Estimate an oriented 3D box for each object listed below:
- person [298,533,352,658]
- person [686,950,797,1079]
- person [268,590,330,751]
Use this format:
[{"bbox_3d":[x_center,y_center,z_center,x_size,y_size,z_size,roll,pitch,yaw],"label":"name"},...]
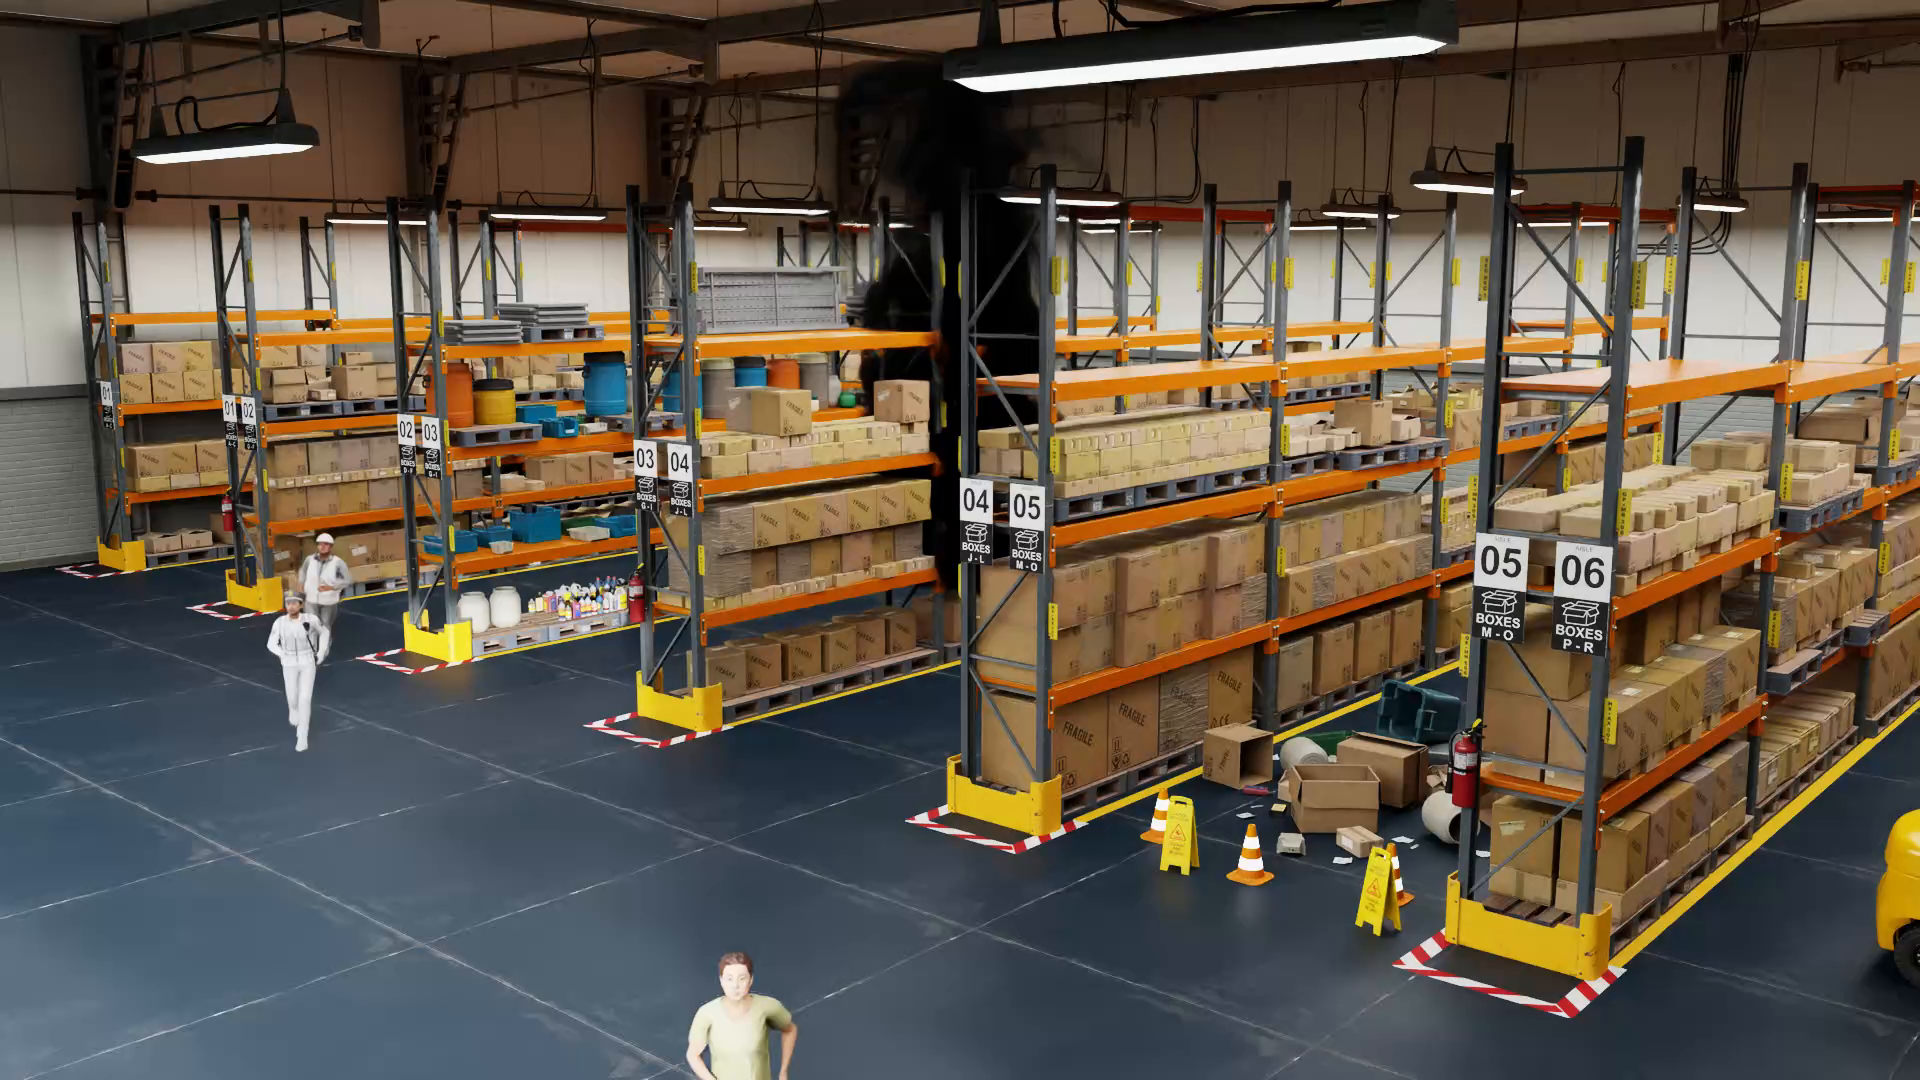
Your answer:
[{"bbox_3d":[-8.158,0.780,21.383,0.692,1.760,0.852,-1,10,-6],"label":"person"},{"bbox_3d":[-1.143,2.948,8.698,0.574,1.631,0.539,0,9,-3],"label":"person"},{"bbox_3d":[-7.175,1.361,18.093,0.625,1.702,0.882,-2,10,-14],"label":"person"}]
